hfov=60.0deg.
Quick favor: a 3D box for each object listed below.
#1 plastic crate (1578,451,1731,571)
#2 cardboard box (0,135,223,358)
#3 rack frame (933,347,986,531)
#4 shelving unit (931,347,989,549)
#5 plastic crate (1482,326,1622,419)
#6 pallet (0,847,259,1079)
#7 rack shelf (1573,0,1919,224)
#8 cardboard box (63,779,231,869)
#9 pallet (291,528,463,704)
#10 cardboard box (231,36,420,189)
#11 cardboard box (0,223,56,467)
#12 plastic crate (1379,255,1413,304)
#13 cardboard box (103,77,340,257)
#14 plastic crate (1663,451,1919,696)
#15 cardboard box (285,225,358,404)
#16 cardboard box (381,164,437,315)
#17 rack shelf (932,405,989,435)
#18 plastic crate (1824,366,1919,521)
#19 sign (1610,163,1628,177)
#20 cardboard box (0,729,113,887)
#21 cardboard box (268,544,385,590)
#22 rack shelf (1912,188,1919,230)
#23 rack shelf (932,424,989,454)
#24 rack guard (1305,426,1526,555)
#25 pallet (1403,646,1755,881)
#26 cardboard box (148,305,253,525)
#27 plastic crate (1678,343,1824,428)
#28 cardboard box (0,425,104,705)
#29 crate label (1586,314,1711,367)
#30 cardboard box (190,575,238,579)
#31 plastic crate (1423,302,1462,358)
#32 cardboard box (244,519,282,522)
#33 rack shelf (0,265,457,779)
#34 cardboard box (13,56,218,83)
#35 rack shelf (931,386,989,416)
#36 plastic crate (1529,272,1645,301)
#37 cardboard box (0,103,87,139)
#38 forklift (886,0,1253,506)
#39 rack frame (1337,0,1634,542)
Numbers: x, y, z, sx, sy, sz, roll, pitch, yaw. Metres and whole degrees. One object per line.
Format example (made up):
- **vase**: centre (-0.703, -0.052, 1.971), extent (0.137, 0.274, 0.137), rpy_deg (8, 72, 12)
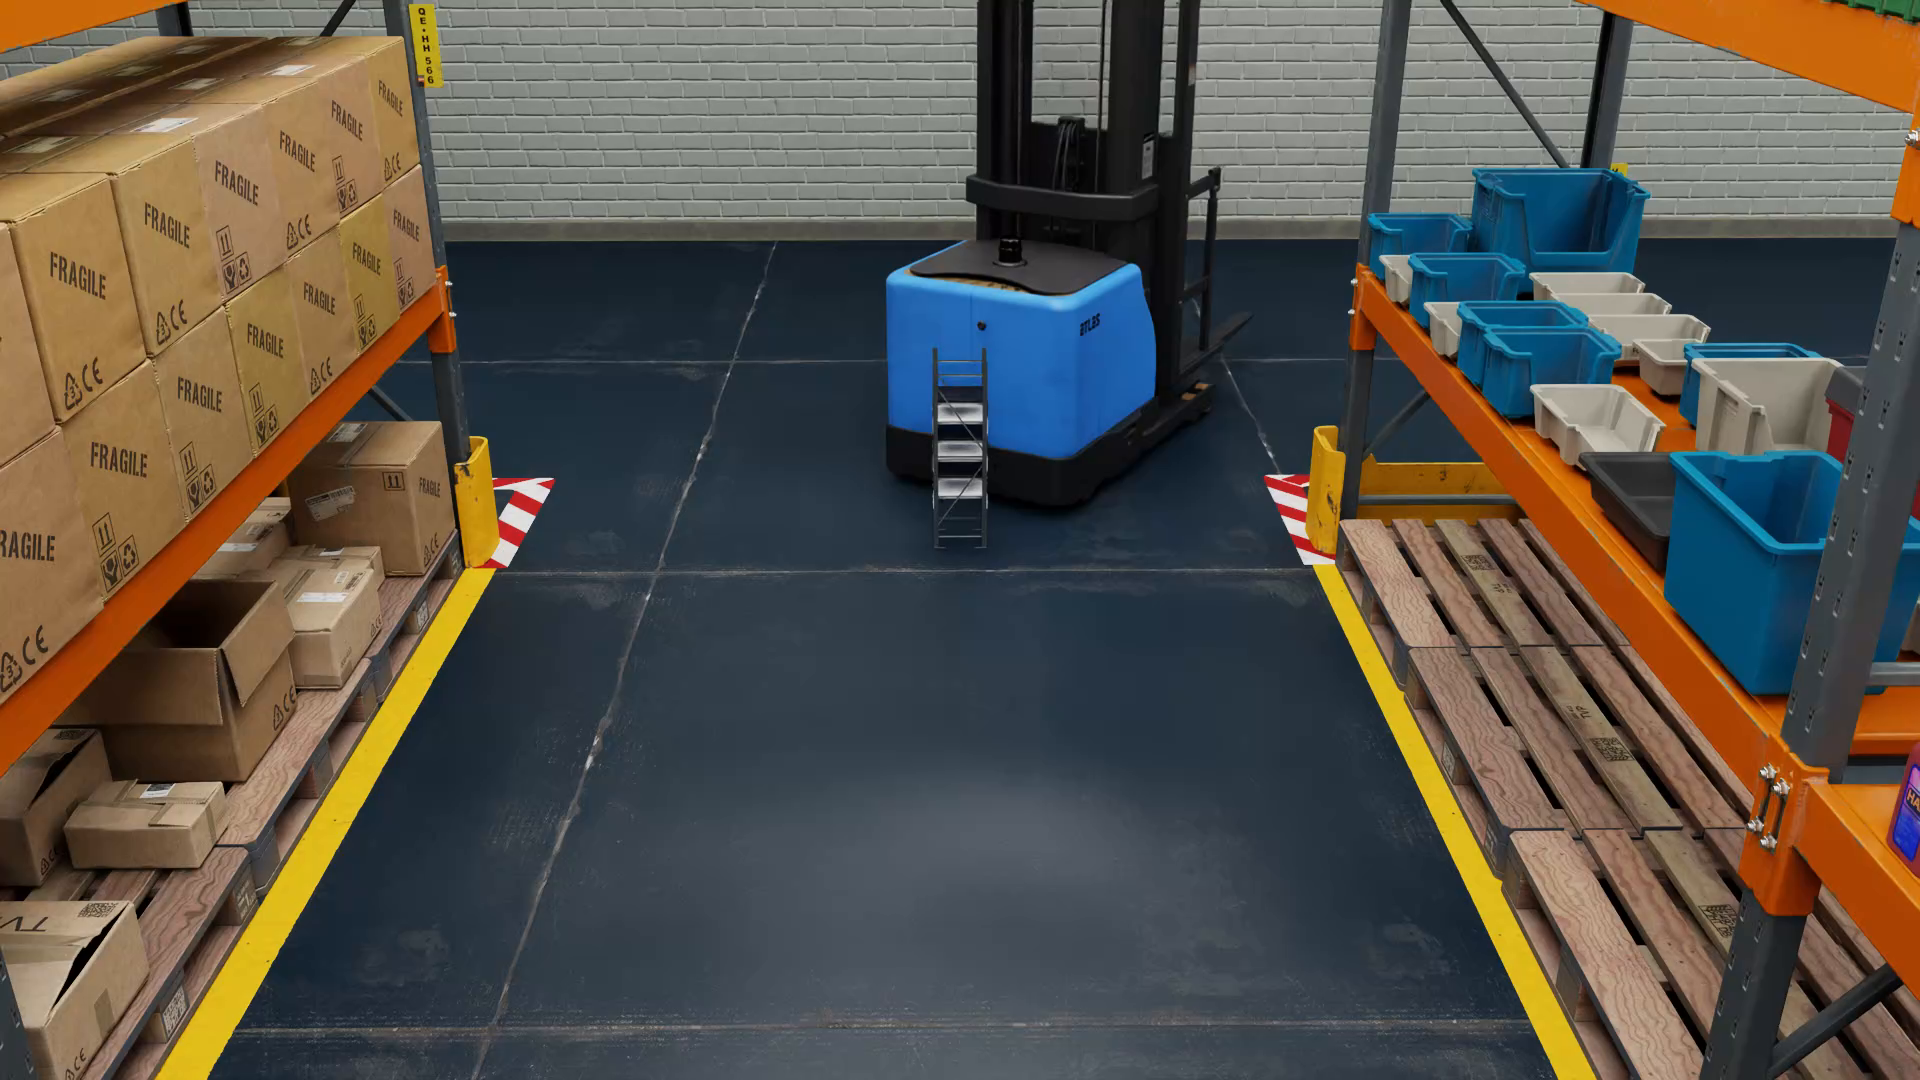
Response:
- **plastic crate**: centre (1.992, -0.076, 4.539), extent (0.437, 0.125, 0.590), rpy_deg (0, 24, -1)
- **cardboard box**: centre (-2.415, -0.814, 4.576), extent (0.500, 0.500, 0.500), rpy_deg (-1, 24, -2)
- **rack frame**: centre (-0.001, -0.455, 7.665), extent (0.240, 0.900, 0.006), rpy_deg (0, 24, -1)
- **shelving unit**: centre (0.000, -0.413, 7.572), extent (0.258, 0.900, 0.210), rpy_deg (0, 24, -1)
- **plastic crate**: centre (1.921, -0.544, 5.443), extent (0.416, 0.233, 0.300), rpy_deg (0, 24, -1)
- **pallet**: centre (-2.687, 1.294, 4.632), extent (1.003, 0.211, 1.213), rpy_deg (0, 24, -1)
- **rack shelf**: centre (2.251, -1.577, 4.830), extent (1.077, 0.370, 4.000), rpy_deg (0, 24, -1)
- **cardboard box**: centre (-2.488, 0.867, 5.098), extent (0.380, 0.166, 0.250), rpy_deg (0, 24, -1)
- **pallet**: centre (-2.713, 0.289, 6.855), extent (1.003, 0.211, 1.213), rpy_deg (0, 24, -1)
- **cardboard box**: centre (-2.444, -1.660, 6.447), extent (0.500, 0.500, 0.500), rpy_deg (0, 24, -1)
- **cardboard box**: centre (-2.404, -0.390, 3.637), extent (0.500, 0.500, 0.500), rpy_deg (0, 24, 1)
- **plastic crate**: centre (1.824, -1.034, 6.643), extent (0.250, 0.136, 0.298), rpy_deg (0, 24, -1)
- **cardboard box**: centre (-2.427, -1.239, 5.514), extent (0.500, 0.500, 0.500), rpy_deg (0, 24, 1)
- **plastic crate**: centre (1.927, 0.075, 3.890), extent (0.392, 0.384, 0.575), rpy_deg (0, 24, -1)
- **cardboard box**: centre (-2.438, -0.784, 5.723), extent (0.500, 0.500, 0.500), rpy_deg (0, 24, 0)
- **cardboard box**: centre (-2.447, -1.204, 6.650), extent (0.500, 0.500, 0.500), rpy_deg (0, 24, 1)
- **rack shelf**: centre (0.000, -0.547, 7.512), extent (0.258, 0.077, 0.200), rpy_deg (0, 24, -1)
- **plastic crate**: centre (2.514, -0.140, 4.268), extent (0.402, 0.464, 0.583), rpy_deg (0, 24, -1)
- **sign**: centre (2.779, -1.446, 7.109), extent (0.100, 0.325, 0.005), rpy_deg (0, 24, -1)
- **cardboard box**: centre (-2.978, 0.789, 5.095), extent (0.500, 0.311, 0.500), rpy_deg (0, 24, -1)
- **cardboard box**: centre (-2.557, 0.139, 6.707), extent (0.380, 0.166, 0.250), rpy_deg (0, 24, -1)
- **rack shelf**: centre (2.295, 0.071, 1.186), extent (1.077, 0.370, 4.000), rpy_deg (0, 24, -1)
- **rack shelf**: centre (0.000, -0.465, 7.549), extent (0.258, 0.077, 0.200), rpy_deg (0, 24, -1)
- **rack guard**: centre (2.216, -0.233, 7.659), extent (1.175, 0.500, 0.348), rpy_deg (0, 24, -1)
- **pallet**: centre (2.210, 0.750, 5.836), extent (1.003, 0.211, 1.213), rpy_deg (0, 24, -1)
- **cardboard box**: centre (-2.425, -0.367, 4.801), extent (0.500, 0.500, 0.500), rpy_deg (0, 24, -1)
- **plastic crate**: centre (2.508, -0.468, 5.276), extent (0.416, 0.233, 0.300), rpy_deg (0, 24, -1)
- **cardboard box**: centre (-2.413, 0.050, 3.878), extent (0.500, 0.500, 0.500), rpy_deg (0, 24, 1)
- **crate label**: centre (2.436, -0.700, 5.905), extent (0.396, 0.136, 0.243), rpy_deg (0, 24, -1)
- **cardboard box**: centre (-2.991, 0.348, 6.143), extent (0.500, 0.250, 0.500), rpy_deg (0, 24, -1)
- **plastic crate**: centre (1.831, -0.754, 6.025), extent (0.250, 0.136, 0.298), rpy_deg (0, 24, -1)
- **cardboard box**: centre (-3.060, 0.026, 6.957), extent (0.380, 0.166, 0.250), rpy_deg (0, 24, -1)
- **rack shelf**: centre (-2.702, -0.190, 5.402), extent (1.077, 0.370, 4.000), rpy_deg (0, 24, -1)
- **cardboard box**: centre (-2.969, -1.443, 5.966), extent (0.500, 0.500, 0.500), rpy_deg (0, 24, 0)
- **rack shelf**: centre (0.000, -0.629, 7.474), extent (0.258, 0.077, 0.200), rpy_deg (0, 24, -1)
- **plastic crate**: centre (2.419, -0.934, 6.423), extent (0.396, 0.136, 0.243), rpy_deg (0, 24, -1)
- **cardboard box**: centre (-2.962, -1.028, 5.048), extent (0.500, 0.500, 0.500), rpy_deg (0, 24, -1)
- **forklift**: centre (0.788, -2.065, 8.759), extent (1.130, 2.935, 3.031), rpy_deg (13, 27, 26)
- **rack frame**: centre (2.229, -1.362, 7.122), extent (1.000, 3.000, 0.127), rpy_deg (0, 24, -1)
